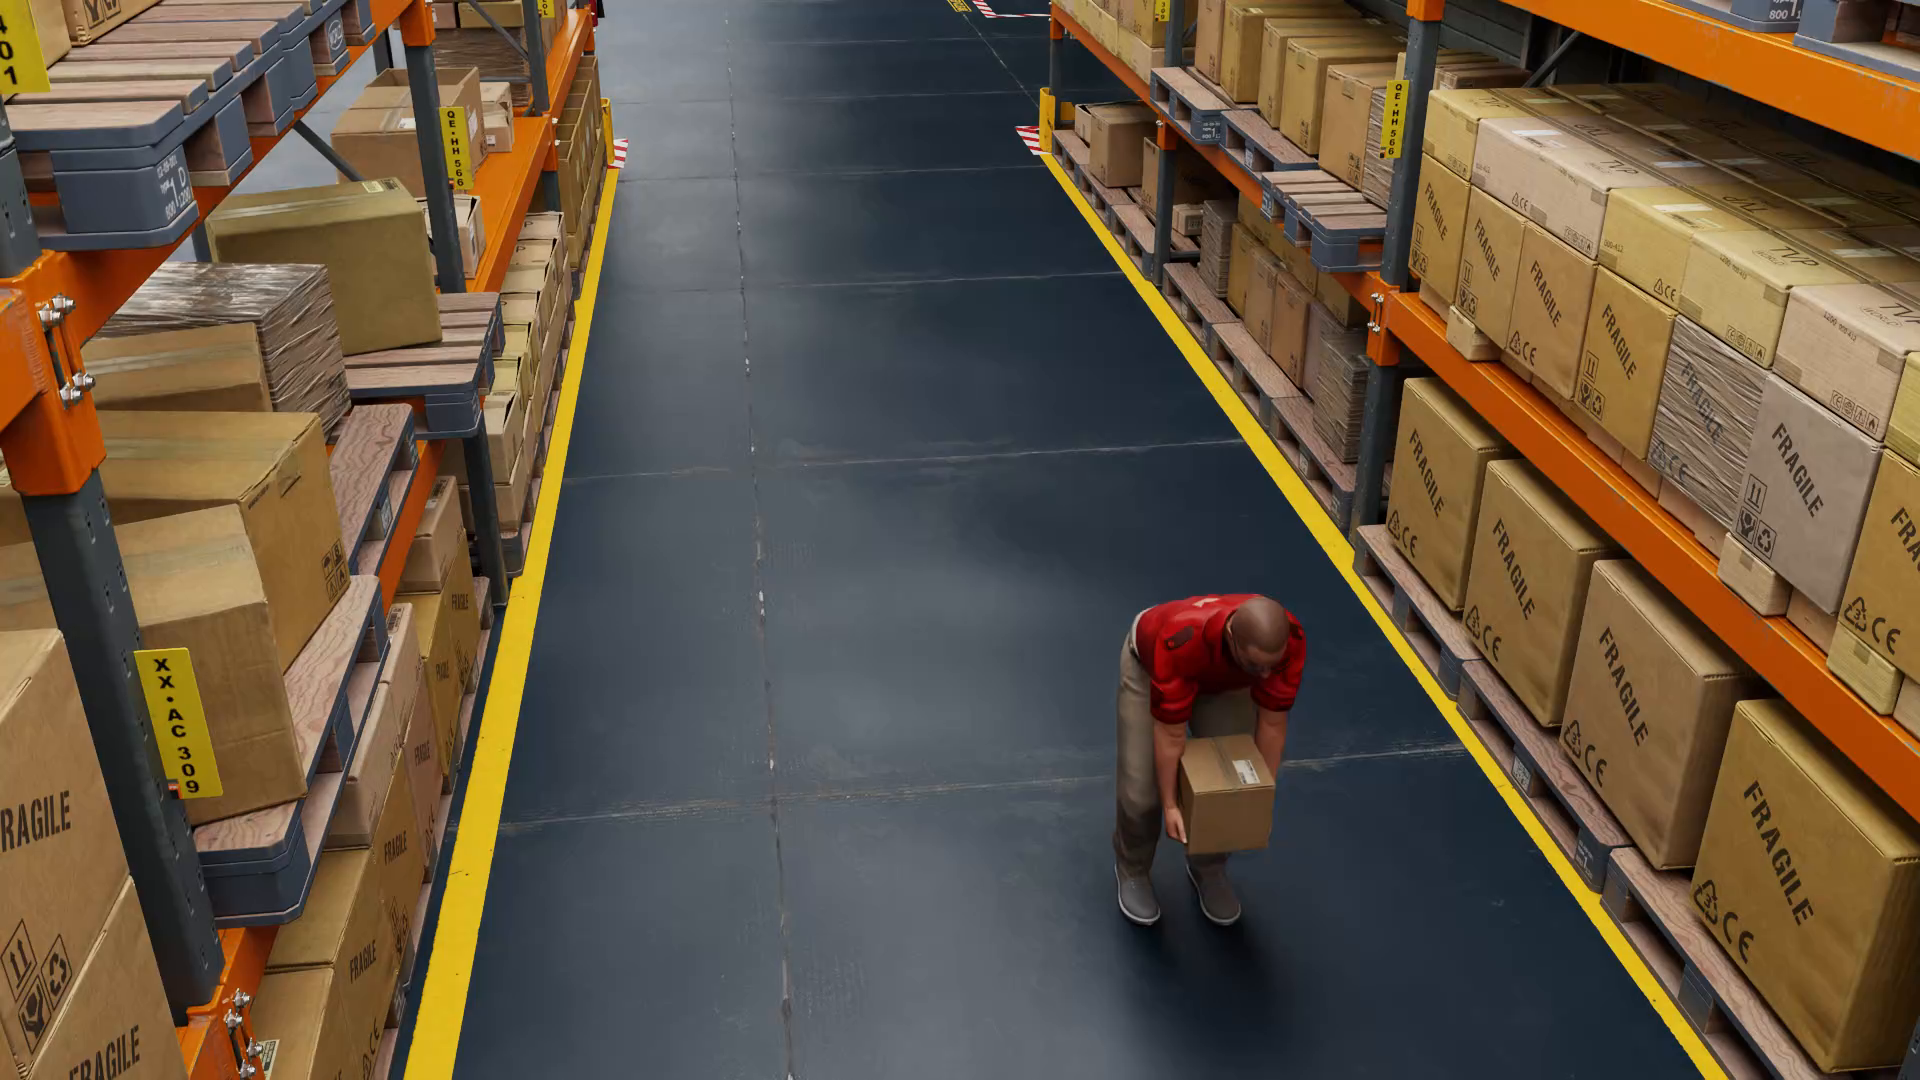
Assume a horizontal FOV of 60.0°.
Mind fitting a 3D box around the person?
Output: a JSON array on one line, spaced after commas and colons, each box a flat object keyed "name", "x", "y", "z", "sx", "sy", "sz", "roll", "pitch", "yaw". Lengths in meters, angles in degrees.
[{"name": "person", "x": 0.771, "y": 0.667, "z": 5.191, "sx": 0.490, "sy": 1.403, "sz": 0.805, "roll": -4, "pitch": 27, "yaw": -9}]
